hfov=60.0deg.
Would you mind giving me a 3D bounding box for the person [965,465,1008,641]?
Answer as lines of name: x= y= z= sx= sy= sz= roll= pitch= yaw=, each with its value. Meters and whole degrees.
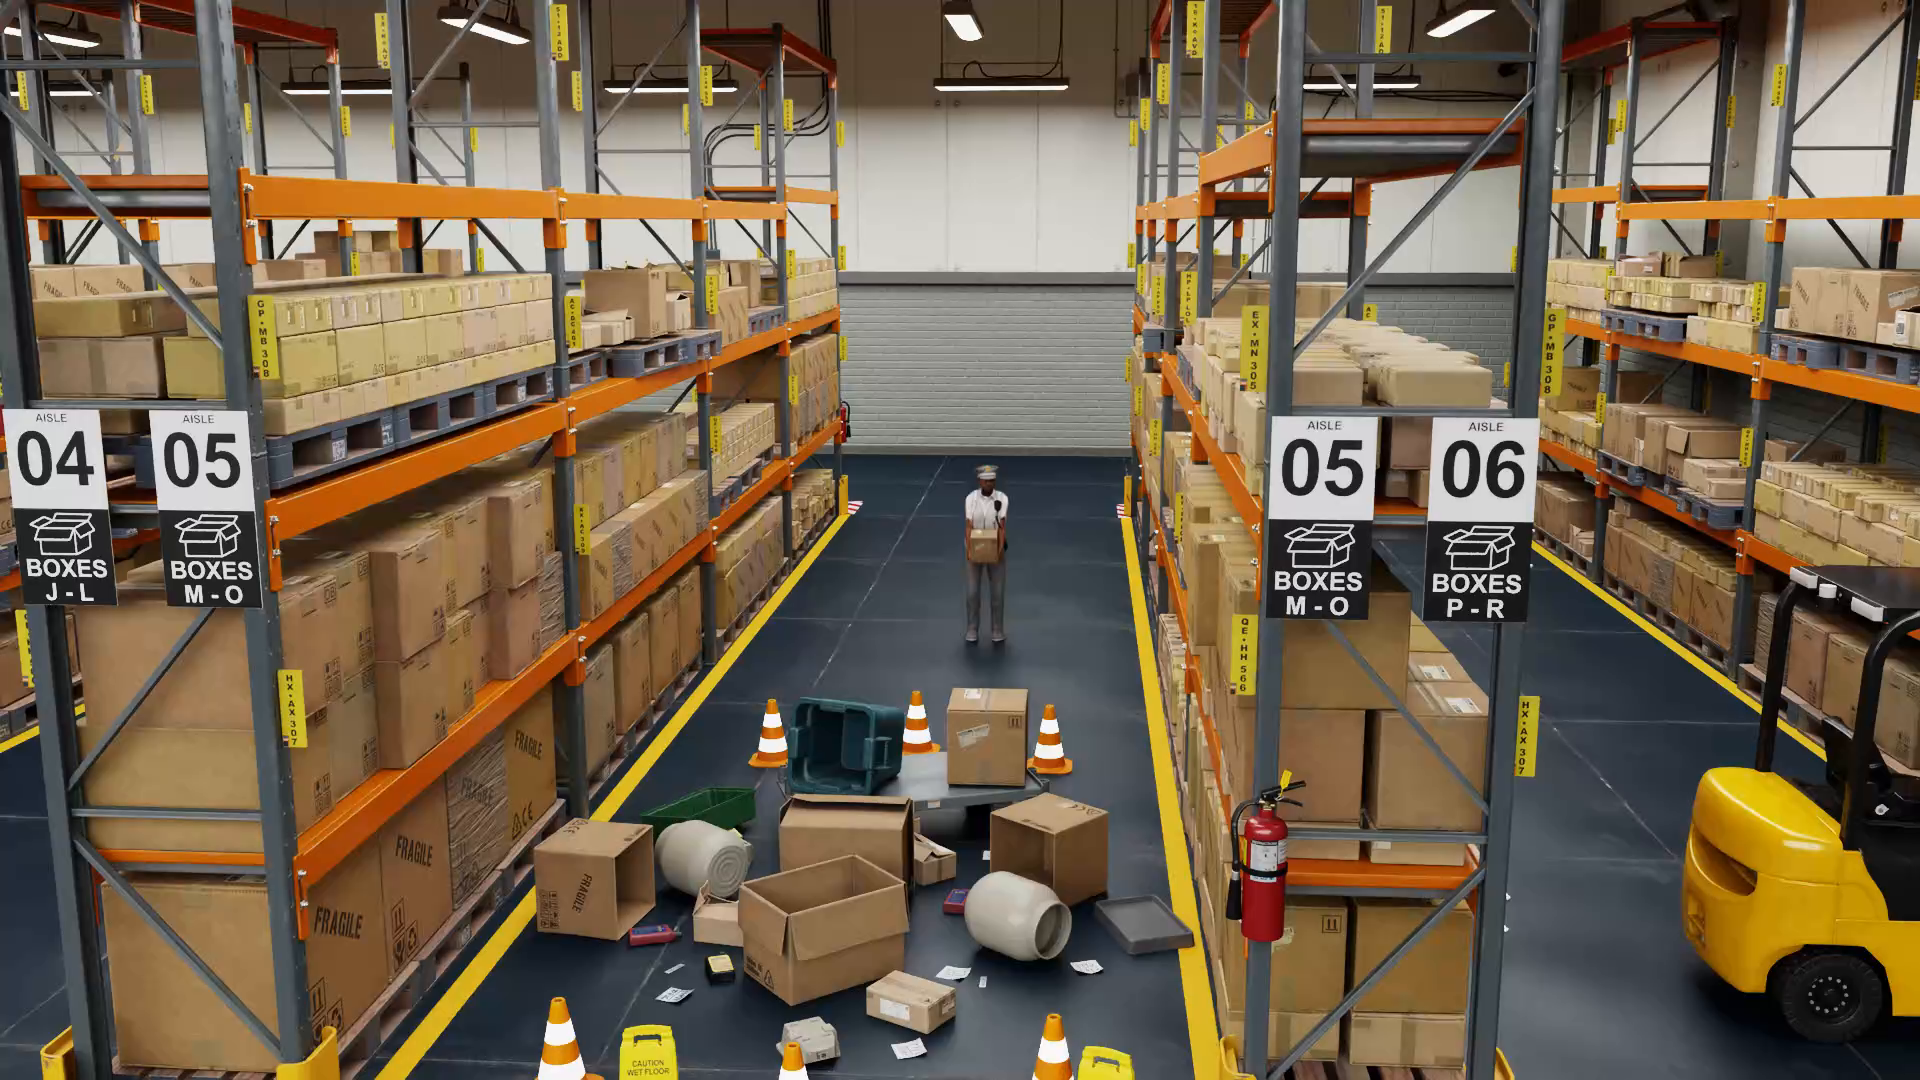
person: x=0.246 y=0.128 z=15.716 sx=0.416 sy=1.688 sz=0.524 roll=1 pitch=11 yaw=3
